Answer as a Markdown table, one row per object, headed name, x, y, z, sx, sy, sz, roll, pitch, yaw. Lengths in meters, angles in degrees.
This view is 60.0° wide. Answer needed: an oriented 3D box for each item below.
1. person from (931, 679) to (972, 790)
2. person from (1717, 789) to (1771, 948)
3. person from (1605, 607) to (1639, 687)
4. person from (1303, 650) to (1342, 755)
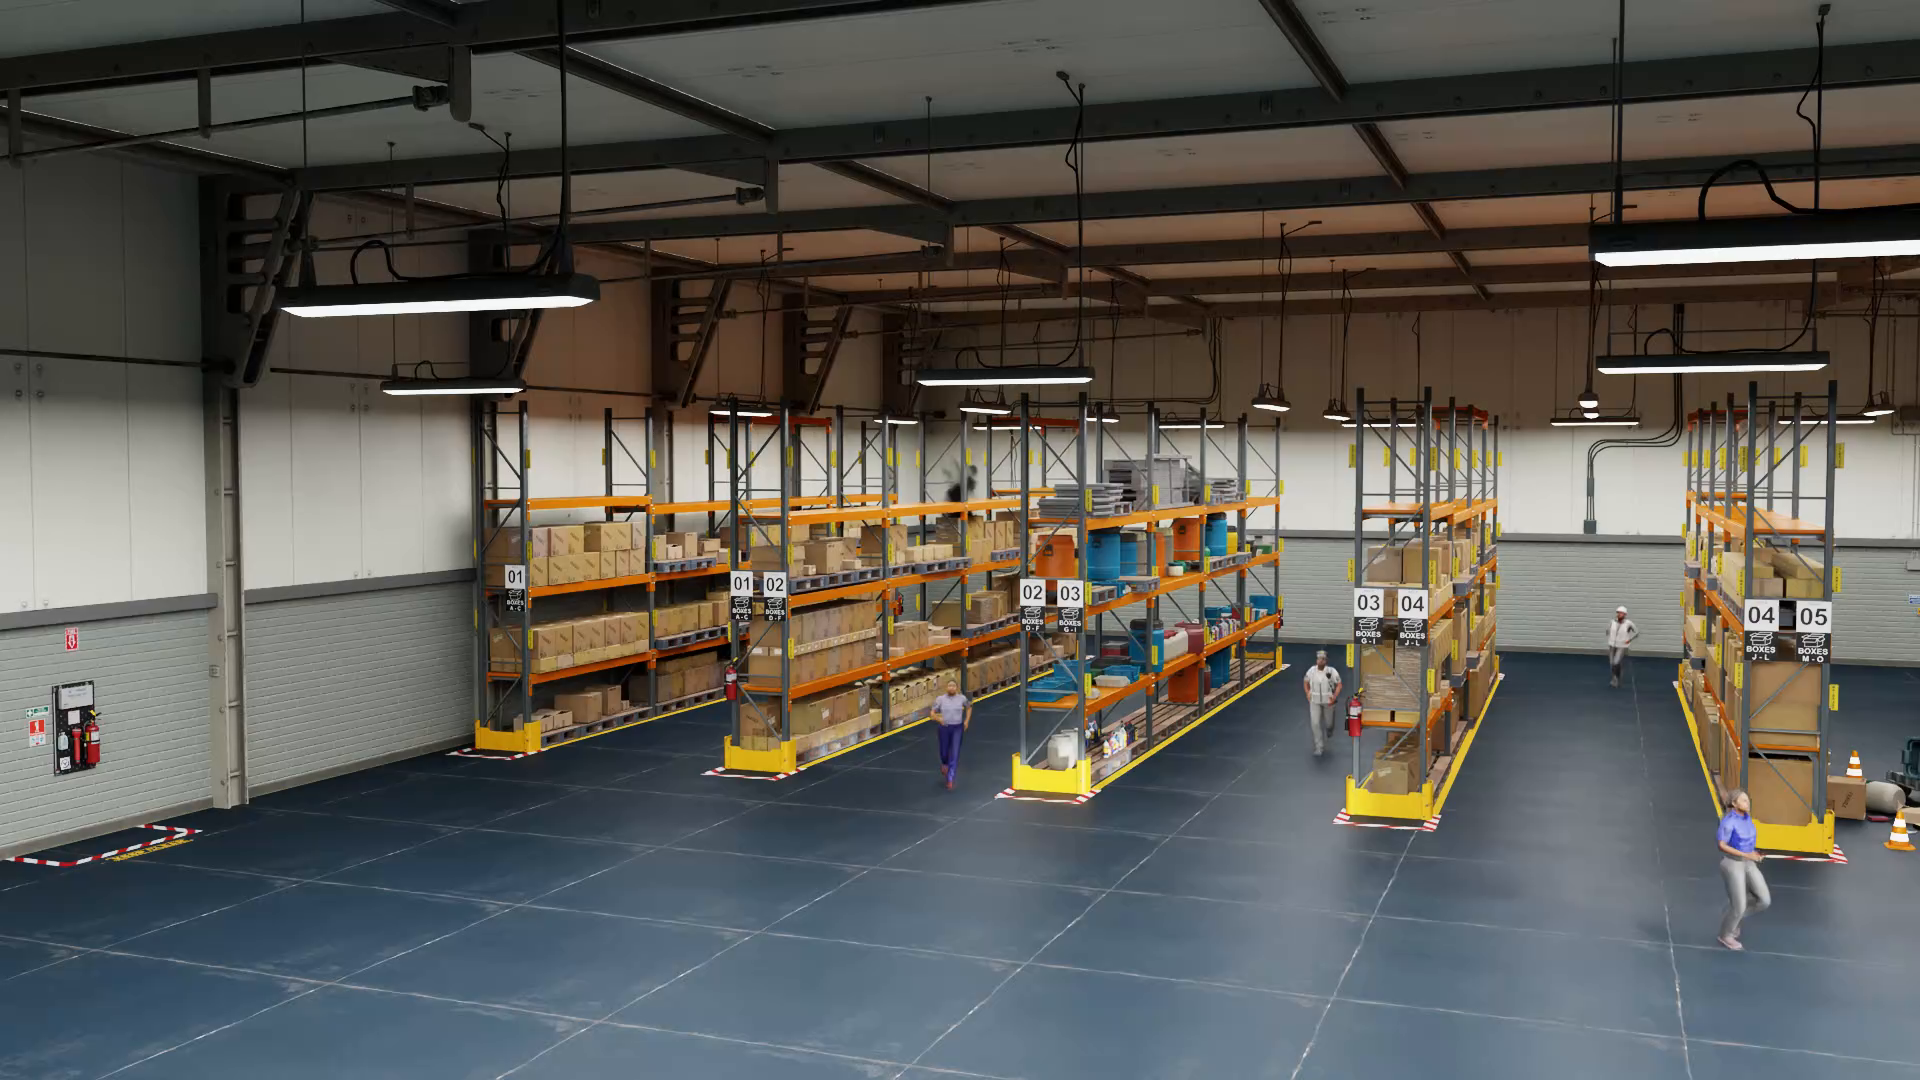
| name | x | y | z | sx | sy | sz | roll | pitch | yaw |
| --- | --- | --- | --- | --- | --- | --- | --- | --- | --- |
| person | -0.129 | 2.962 | 25.555 | 0.646 | 1.660 | 0.860 | 0 | 3 | -3 |
| person | 8.000 | 3.363 | 16.966 | 0.624 | 1.624 | 0.528 | -2 | 3 | -31 |
| person | 14.503 | 2.361 | 36.576 | 0.708 | 1.799 | 0.657 | -2 | 4 | -41 |
| person | 6.203 | 2.767 | 28.500 | 0.660 | 1.767 | 0.886 | 1 | 3 | 15 |
